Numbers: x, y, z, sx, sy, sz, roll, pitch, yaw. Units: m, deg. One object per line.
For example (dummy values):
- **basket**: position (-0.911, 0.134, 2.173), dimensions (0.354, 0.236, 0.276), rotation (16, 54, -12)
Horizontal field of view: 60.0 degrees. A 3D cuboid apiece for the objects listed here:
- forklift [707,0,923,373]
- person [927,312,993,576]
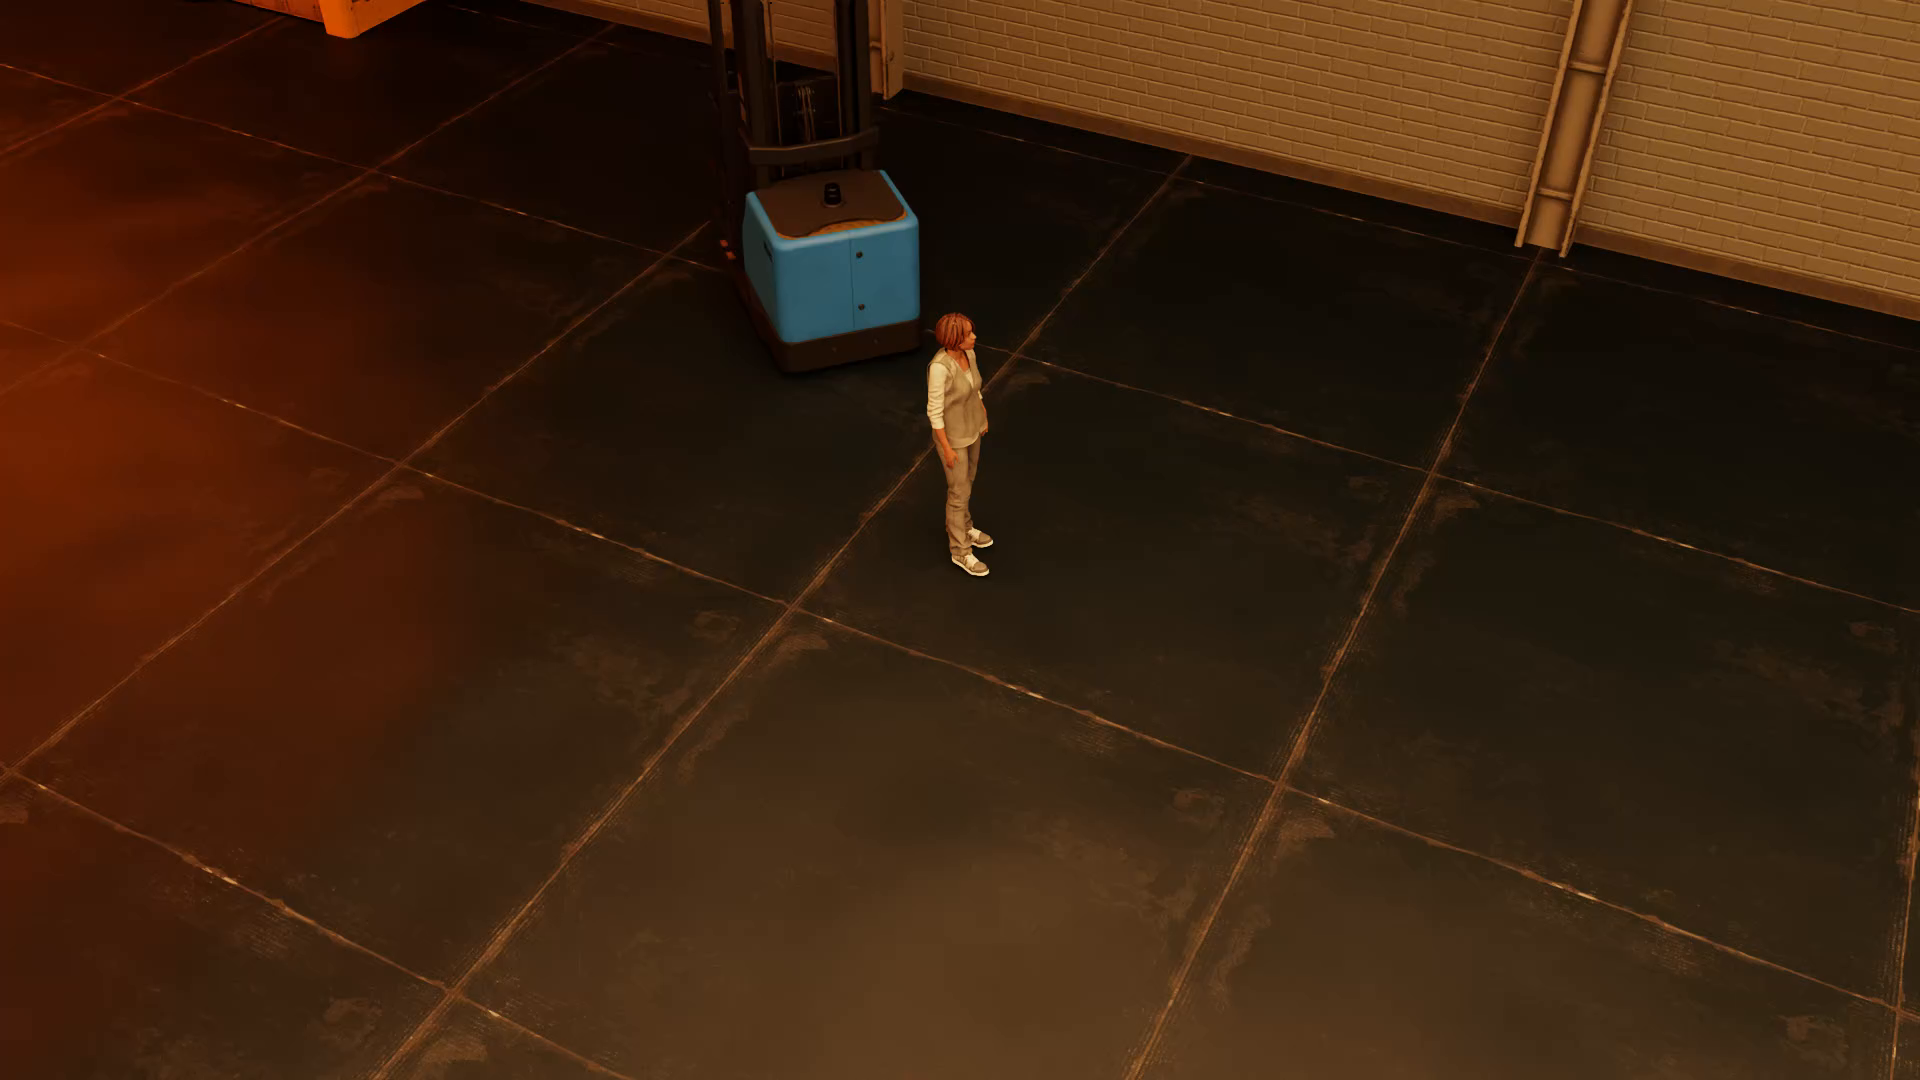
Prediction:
- **forklift**: position (-1.240, -3.236, 11.829), dimensions (1.130, 2.935, 3.031), rotation (-13, 42, -15)
- **person**: position (0.060, -0.586, 9.707), dimensions (0.473, 1.599, 0.521), rotation (18, 43, 21)
